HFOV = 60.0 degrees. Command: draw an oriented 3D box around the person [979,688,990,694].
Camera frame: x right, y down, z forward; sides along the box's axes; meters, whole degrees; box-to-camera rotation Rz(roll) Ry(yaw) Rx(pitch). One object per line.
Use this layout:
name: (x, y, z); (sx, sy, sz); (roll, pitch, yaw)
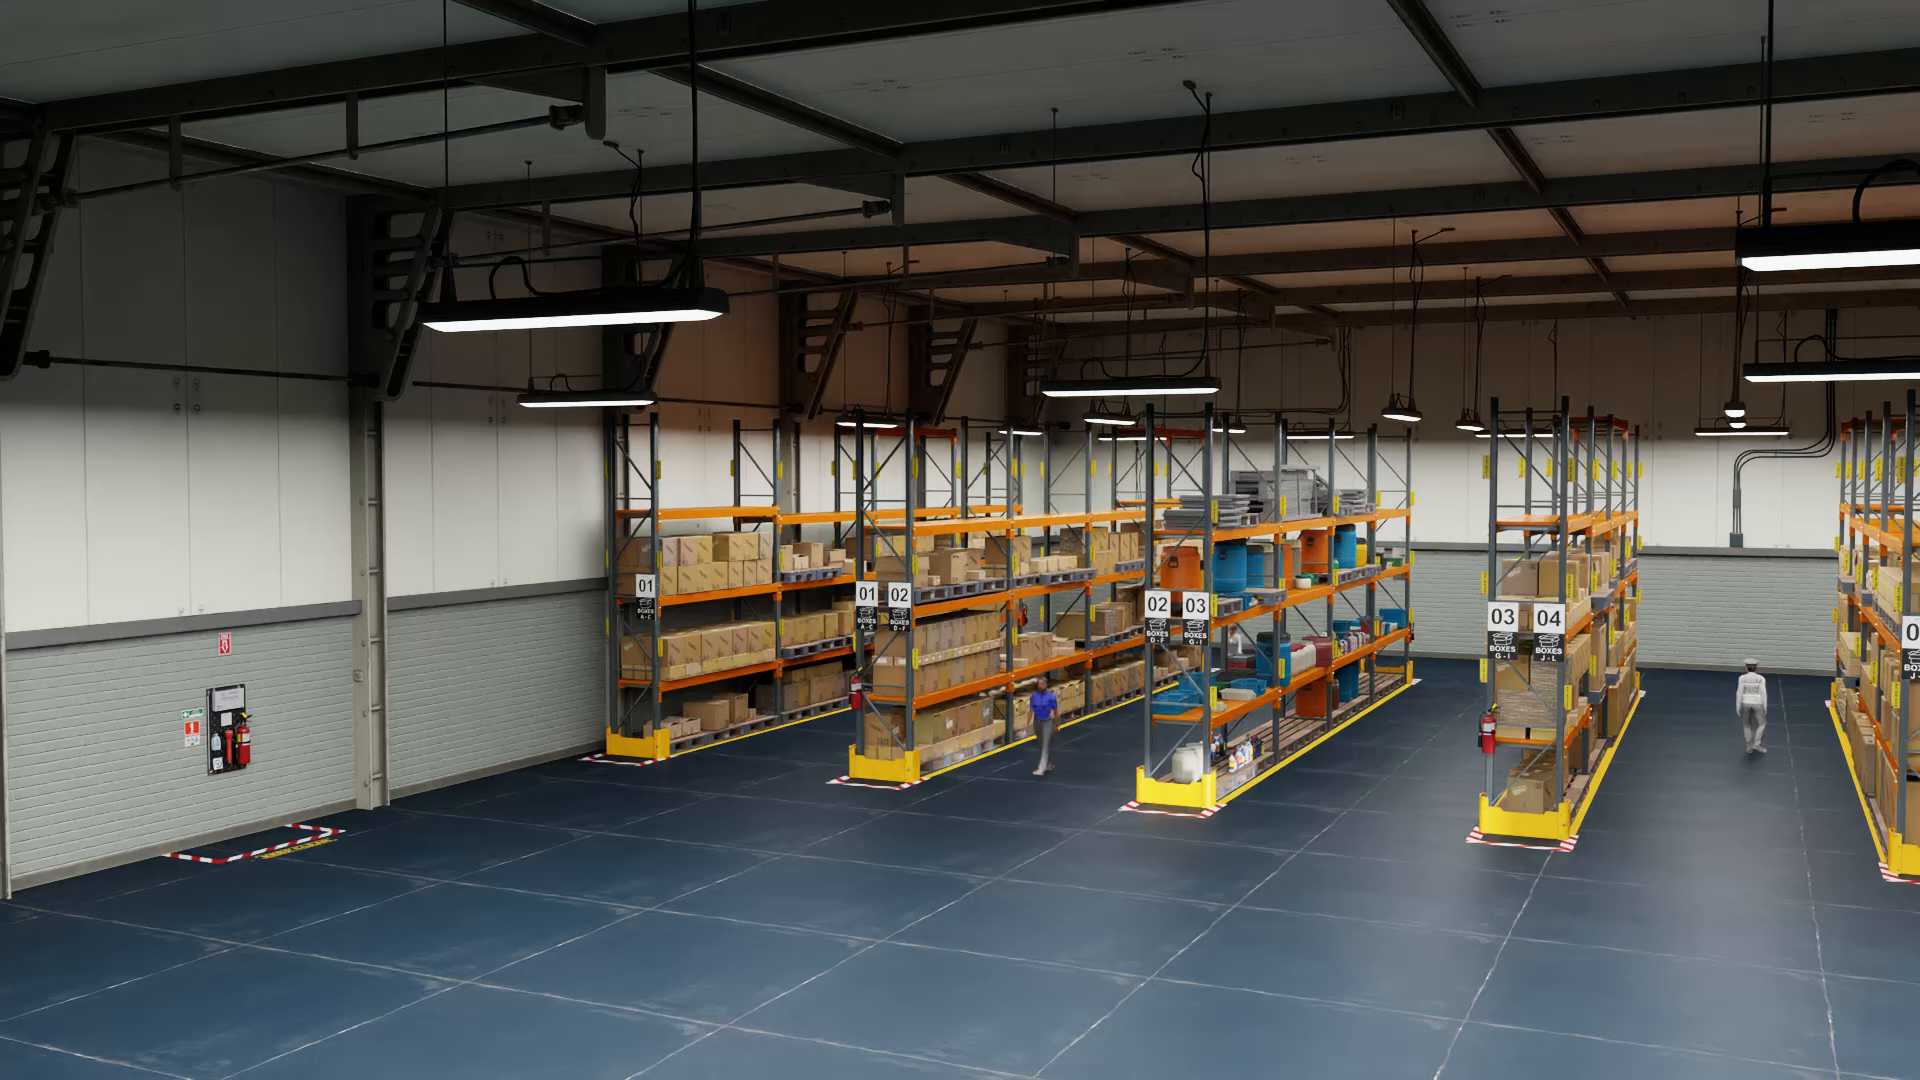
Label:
person: (0.423, 2.604, 36.412); (0.569, 1.675, 0.959); (2, 3, 34)

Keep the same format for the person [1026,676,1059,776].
person: (1.337, 3.042, 27.196); (0.481, 1.586, 1.036); (2, 3, 35)

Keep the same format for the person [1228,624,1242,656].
person: (6.259, 2.653, 38.019); (0.407, 1.477, 0.904); (1, 3, 31)

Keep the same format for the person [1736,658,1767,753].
person: (13.956, 2.938, 29.319); (0.512, 1.674, 0.516); (1, 3, 27)
